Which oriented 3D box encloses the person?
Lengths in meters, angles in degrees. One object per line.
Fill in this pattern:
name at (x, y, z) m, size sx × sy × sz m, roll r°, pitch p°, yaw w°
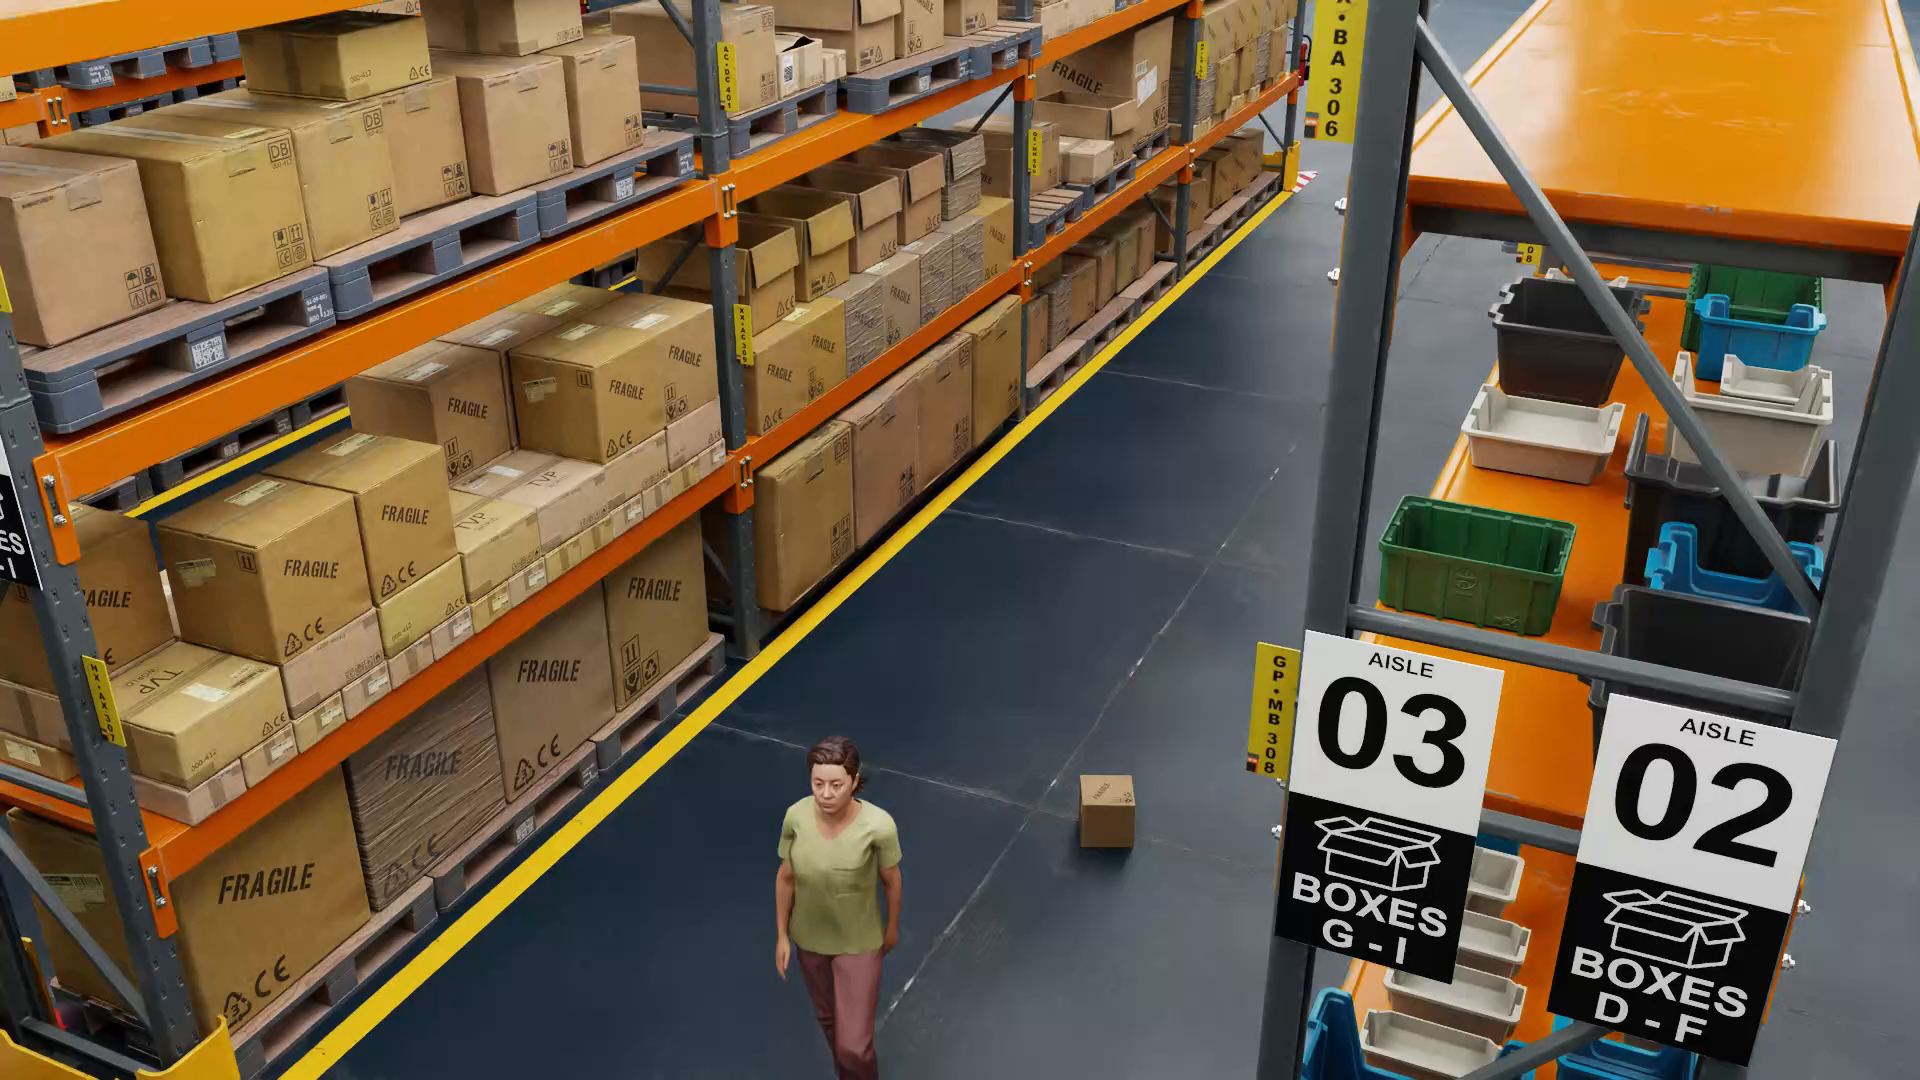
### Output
person at (-0.459, 1.507, 6.104) m, size 0.446 × 1.703 × 0.517 m, roll 8°, pitch 27°, yaw 16°
